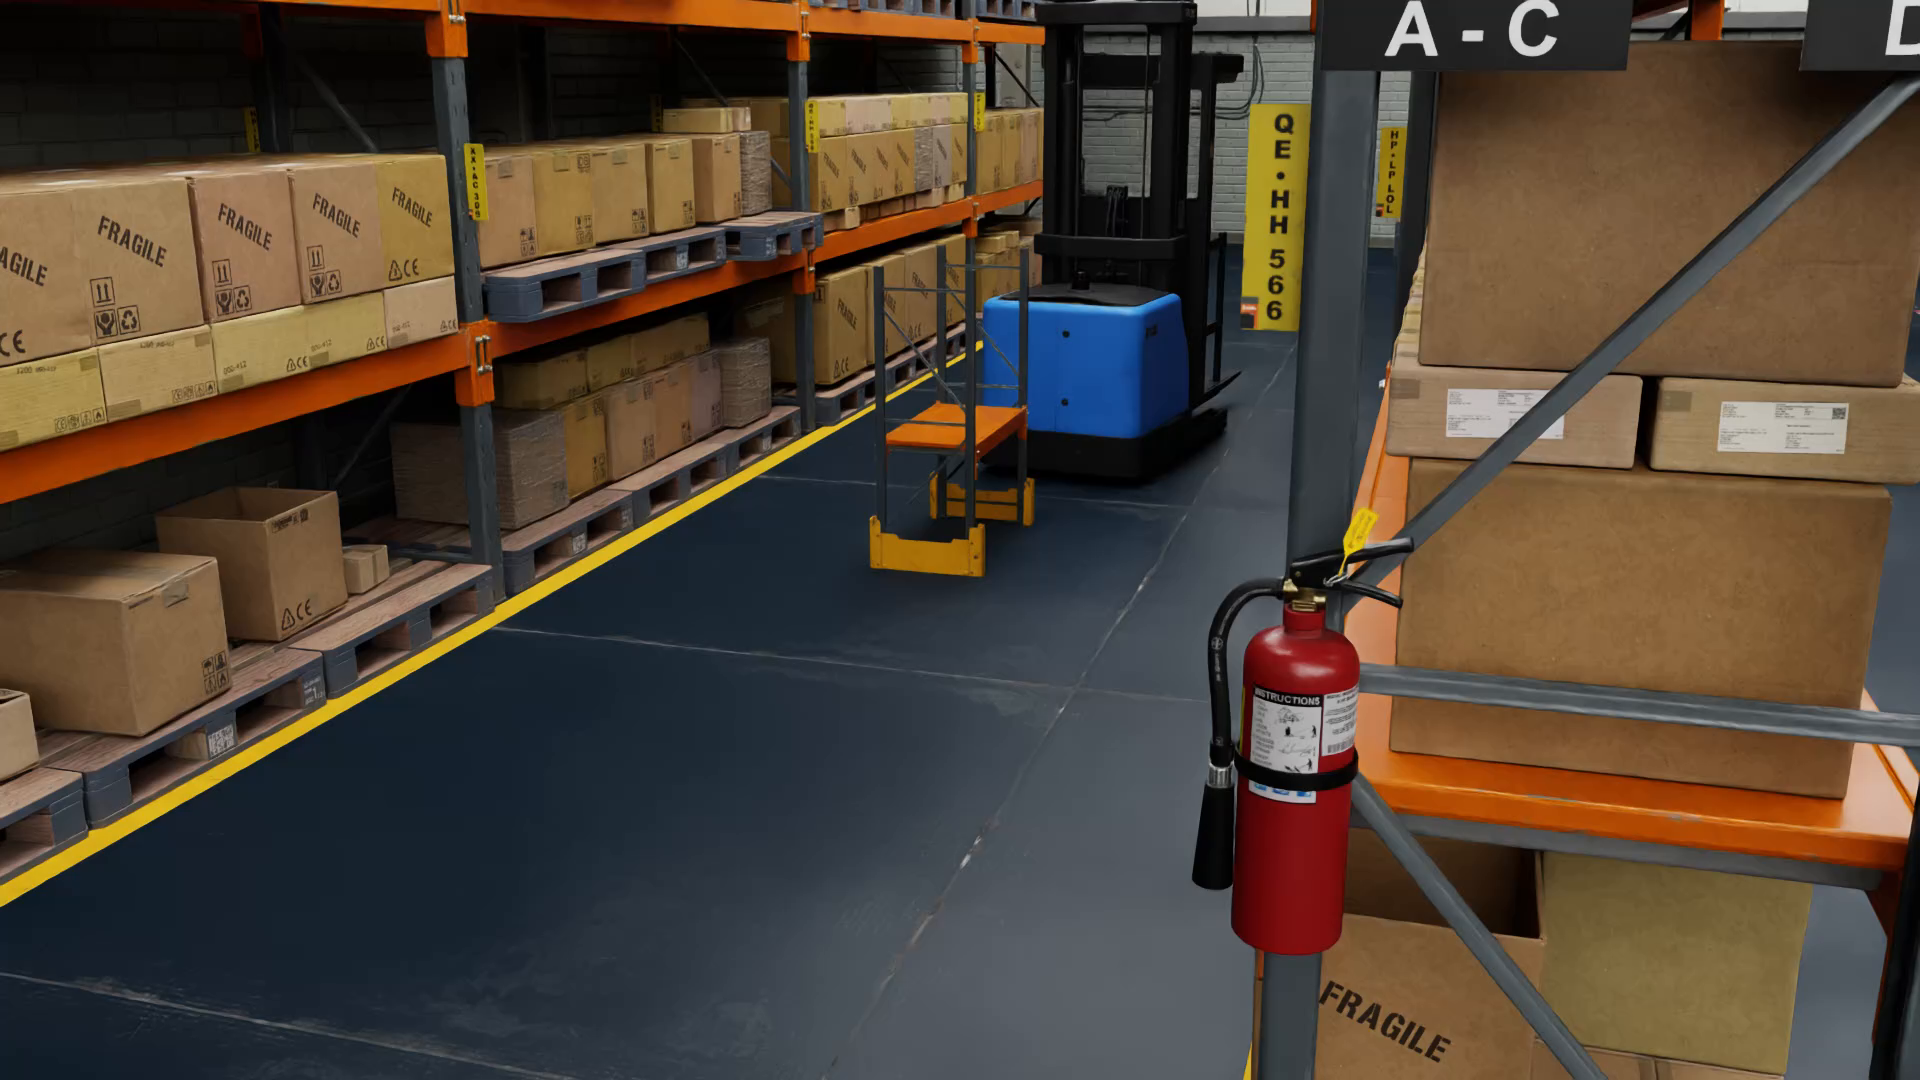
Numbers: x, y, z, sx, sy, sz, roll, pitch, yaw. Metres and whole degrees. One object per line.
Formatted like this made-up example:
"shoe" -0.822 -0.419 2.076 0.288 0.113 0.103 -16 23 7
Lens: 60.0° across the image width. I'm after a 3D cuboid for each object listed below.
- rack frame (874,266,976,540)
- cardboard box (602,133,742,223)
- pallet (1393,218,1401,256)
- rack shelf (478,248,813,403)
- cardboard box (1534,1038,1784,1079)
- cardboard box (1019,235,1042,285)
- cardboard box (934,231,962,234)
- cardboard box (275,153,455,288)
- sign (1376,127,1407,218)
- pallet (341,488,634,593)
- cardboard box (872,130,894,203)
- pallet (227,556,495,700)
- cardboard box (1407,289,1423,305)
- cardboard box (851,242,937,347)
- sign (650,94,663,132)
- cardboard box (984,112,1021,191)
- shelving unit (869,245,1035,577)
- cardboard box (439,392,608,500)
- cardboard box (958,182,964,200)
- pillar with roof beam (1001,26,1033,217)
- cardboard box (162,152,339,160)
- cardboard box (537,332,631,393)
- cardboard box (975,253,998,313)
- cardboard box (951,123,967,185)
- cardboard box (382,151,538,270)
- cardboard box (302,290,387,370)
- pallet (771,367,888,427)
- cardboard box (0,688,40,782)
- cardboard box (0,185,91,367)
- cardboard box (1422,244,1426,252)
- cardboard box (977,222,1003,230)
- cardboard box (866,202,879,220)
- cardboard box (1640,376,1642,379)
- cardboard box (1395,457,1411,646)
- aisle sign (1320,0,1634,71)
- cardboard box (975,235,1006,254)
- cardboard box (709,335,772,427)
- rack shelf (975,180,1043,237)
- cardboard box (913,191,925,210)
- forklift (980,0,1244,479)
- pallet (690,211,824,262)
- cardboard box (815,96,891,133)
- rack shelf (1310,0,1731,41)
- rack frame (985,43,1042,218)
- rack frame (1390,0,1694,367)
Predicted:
"rack frame" -0.169 -0.566 8.077 0.500 1.500 0.032 5 16 16
"cardboard box" -1.751 -2.215 10.153 0.700 0.500 0.500 3 16 11
"pallet" 3.382 -1.935 10.506 1.213 0.211 1.003 5 16 16
"rack shelf" -2.063 -1.358 9.440 1.077 0.370 4.000 5 16 16
"cardboard box" 1.487 1.115 3.670 0.500 0.250 0.500 5 16 16
"cardboard box" 0.534 -2.998 17.715 0.700 0.500 0.500 5 16 16
"cardboard box" -0.056 -2.958 16.383 0.380 0.149 0.250 4 16 14
"cardboard box" -2.469 -1.332 6.891 0.500 0.500 0.500 5 16 16
"sign" 1.597 -1.356 6.138 0.100 0.325 0.005 5 16 16
"pallet" -2.411 -0.043 8.596 1.003 0.211 1.213 5 16 16
"cardboard box" -0.811 -2.802 12.445 0.500 0.500 0.500 5 16 16
"pallet" -2.788 0.339 7.248 1.003 0.211 1.213 5 16 16
"cardboard box" 1.128 -0.428 3.468 0.380 0.149 0.250 5 17 17
"cardboard box" -0.667 -2.029 13.656 0.750 0.750 0.750 5 17 18
"sign" -2.027 -2.827 11.177 0.100 0.325 0.005 5 16 16
"cardboard box" 0.025 -3.750 16.003 0.980 0.700 0.700 4 16 14
"shelving unit" -0.022 -0.702 8.554 0.587 1.500 1.083 5 16 16
"cardboard box" -2.339 -0.523 8.952 0.700 0.500 0.500 4 16 15
"cardboard box" -0.182 -3.053 14.518 0.380 0.149 0.250 5 17 16
"pillar with roof beam" 4.845 -7.646 19.297 9.100 9.000 0.400 5 16 16
"cardboard box" -2.965 -1.373 7.036 0.500 0.500 0.500 4 16 15
"cardboard box" -2.172 -0.997 9.247 0.500 0.250 0.500 4 16 14
"cardboard box" -0.047 -2.461 15.821 0.700 0.500 0.500 5 17 17
"cardboard box" -0.247 -3.335 14.324 0.500 0.500 0.500 4 16 15
"cardboard box" -2.454 -1.571 7.883 0.700 0.500 0.500 5 16 16
"cardboard box" -2.624 -0.842 6.537 0.500 0.250 0.500 5 17 16
"pallet" -1.198 -1.087 12.273 1.003 0.211 1.213 5 16 16
"cardboard box" -3.323 0.624 5.253 0.500 0.311 0.500 6 17 20
"cardboard box" -3.041 -0.798 5.009 0.500 0.500 0.500 4 16 14
"cardboard box" 1.421 -0.697 4.419 0.380 0.149 0.250 4 16 15
"cardboard box" 0.234 -3.225 17.324 0.380 0.149 0.250 5 17 17
"cardboard box" -0.840 -2.523 12.653 0.380 0.149 0.250 5 17 17
"cardboard box" 1.373 -0.267 2.901 0.380 0.149 0.250 4 16 14
"cardboard box" 1.272 -0.059 3.355 0.700 0.500 0.500 5 17 17
"aisle sign" 0.683 -1.008 2.121 0.394 0.787 0.004 5 16 16
"cardboard box" 0.226 -2.849 15.999 0.380 0.149 0.250 5 17 18
"cardboard box" -1.649 -1.044 10.789 0.700 0.500 0.500 5 17 17
"rack shelf" 0.211 -3.451 16.819 1.077 0.370 4.000 5 16 16
"cardboard box" -0.500 -2.788 13.585 0.380 0.149 0.250 5 16 16
"forklift" 1.188 -2.133 10.977 1.130 2.935 3.031 7 17 23
"pallet" -1.595 -1.941 10.526 1.213 0.211 1.003 5 16 16
"cardboard box" -0.828 -3.160 12.333 0.500 0.250 0.500 5 17 16
"rack shelf" 1.551 -1.372 3.990 1.077 0.370 4.000 5 16 16
"rack frame" 0.779 -4.321 18.565 1.000 3.000 0.127 5 16 16
"rack frame" 2.120 -0.798 6.146 1.000 3.000 0.127 5 16 16
